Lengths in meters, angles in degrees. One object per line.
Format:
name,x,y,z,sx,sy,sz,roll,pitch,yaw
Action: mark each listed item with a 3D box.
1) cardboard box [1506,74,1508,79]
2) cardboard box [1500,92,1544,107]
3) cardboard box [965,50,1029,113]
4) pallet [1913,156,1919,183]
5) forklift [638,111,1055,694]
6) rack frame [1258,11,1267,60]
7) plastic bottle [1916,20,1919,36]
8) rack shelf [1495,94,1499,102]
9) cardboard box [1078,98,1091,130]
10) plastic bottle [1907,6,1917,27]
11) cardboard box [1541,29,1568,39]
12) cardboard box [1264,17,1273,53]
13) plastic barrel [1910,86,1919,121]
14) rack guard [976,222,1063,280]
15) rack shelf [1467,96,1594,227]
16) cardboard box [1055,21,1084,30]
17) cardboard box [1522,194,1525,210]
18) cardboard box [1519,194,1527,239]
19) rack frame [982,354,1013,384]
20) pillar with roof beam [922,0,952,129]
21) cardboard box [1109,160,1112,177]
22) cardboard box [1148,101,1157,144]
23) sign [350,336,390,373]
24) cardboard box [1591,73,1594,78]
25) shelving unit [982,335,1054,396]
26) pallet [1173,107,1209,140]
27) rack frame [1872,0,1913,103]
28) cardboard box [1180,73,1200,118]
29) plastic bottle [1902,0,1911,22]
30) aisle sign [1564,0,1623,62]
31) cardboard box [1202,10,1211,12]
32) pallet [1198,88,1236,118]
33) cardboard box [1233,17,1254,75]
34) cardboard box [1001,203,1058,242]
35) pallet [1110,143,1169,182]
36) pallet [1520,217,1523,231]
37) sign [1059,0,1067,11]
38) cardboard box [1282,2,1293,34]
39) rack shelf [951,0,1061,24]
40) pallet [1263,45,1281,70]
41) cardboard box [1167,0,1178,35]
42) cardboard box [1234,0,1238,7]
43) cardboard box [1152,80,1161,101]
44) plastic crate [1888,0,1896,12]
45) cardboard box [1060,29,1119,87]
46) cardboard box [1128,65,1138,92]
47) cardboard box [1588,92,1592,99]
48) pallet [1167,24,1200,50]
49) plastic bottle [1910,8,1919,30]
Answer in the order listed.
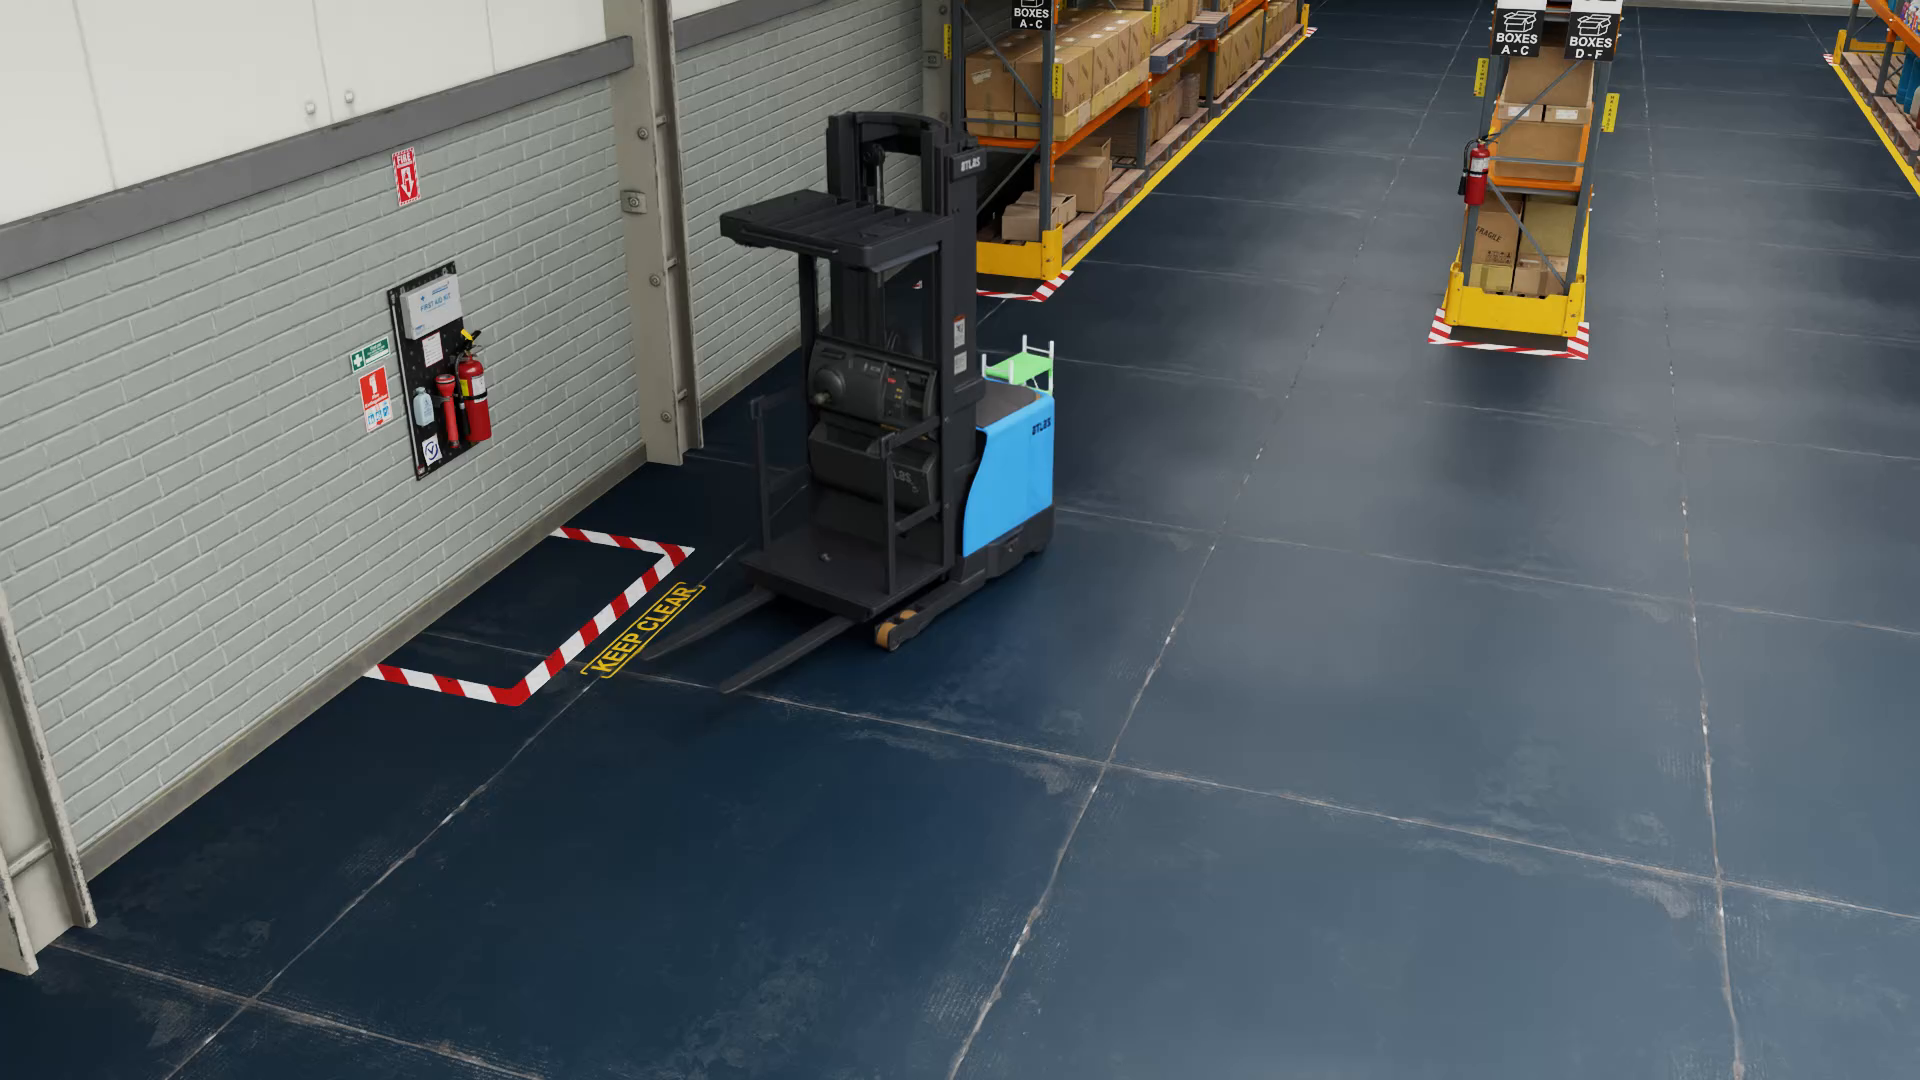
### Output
cardboard box,5.460,-4.396,16.029,0.380,0.149,0.250,10,27,19
cardboard box,5.116,-3.972,15.152,0.380,0.149,0.250,9,27,19
cardboard box,0.367,-4.563,16.520,0.500,0.500,0.500,8,27,17
pallet,12.121,-4.342,19.976,1.003,0.211,1.213,9,27,17
forklift,-0.651,-0.903,9.752,1.130,2.935,3.031,18,31,32
rack frame,4.404,-8.991,26.377,1.000,3.000,0.127,9,27,17
plastic bottle,12.783,-6.841,22.086,0.097,0.271,0.097,0,26,0
rack shelf,7.080,-5.484,19.960,1.077,0.370,4.000,9,27,17
cardboard box,1.032,-4.371,16.984,0.500,0.250,0.500,8,27,16
plastic bottle,13.047,-7.167,22.758,0.097,0.271,0.097,0,26,0
cardboard box,5.438,-4.400,15.292,0.700,0.500,0.500,8,27,16
cardboard box,4.749,-8.347,27.434,0.700,0.500,0.500,9,27,18
plastic barrel,13.041,-5.892,22.350,0.421,0.512,0.421,0,26,0
rack guard,0.436,-2.965,16.801,1.175,0.500,0.348,9,27,17
rack shelf,5.749,-3.840,16.565,1.077,0.370,4.000,9,27,17
cardboard box,1.042,-5.403,18.256,0.500,0.500,0.500,10,27,19
cardboard box,5.632,-3.719,17.302,0.500,0.500,0.500,9,27,17
cardboard box,5.790,-3.233,16.297,0.500,0.500,0.500,9,27,17
rack frame,0.247,-0.664,11.244,0.240,1.200,0.015,18,31,32
pillar with roof beam,3.887,-6.548,14.448,9.100,9.000,0.400,9,27,17
cardboard box,1.592,-4.402,19.645,0.380,0.166,0.250,5,26,11
cardboard box,2.095,-5.300,21.119,0.700,0.500,0.500,8,27,16
sign,-3.299,-1.040,9.306,0.001,0.109,0.331,9,27,17
cardboard box,5.929,-4.441,16.121,0.380,0.149,0.250,9,27,18
shelving unit,0.390,-0.750,11.422,0.258,1.200,0.503,18,31,32
pallet,2.811,-5.771,22.927,1.003,0.211,1.213,9,27,17
rack frame,13.746,-7.554,23.409,1.000,3.000,0.127,9,27,17
cardboard box,2.882,-6.116,22.804,0.700,0.500,0.500,9,27,18
plastic bottle,13.177,-7.358,23.138,0.061,0.283,0.133,9,27,17
aisle sign,5.350,-4.441,13.997,0.394,0.787,0.004,9,27,17
cardboard box,3.401,-7.344,23.242,0.380,0.149,0.250,8,27,17
pallet,3.406,-6.405,24.236,1.003,0.211,1.213,9,27,17
cardboard box,4.017,-7.560,25.408,0.750,0.750,0.750,10,27,19
cardboard box,0.726,-3.318,17.242,0.500,0.311,0.500,6,26,12
pallet,1.999,-4.768,20.856,1.003,0.211,1.213,9,27,17
pallet,6.110,-3.410,18.051,1.003,0.211,1.213,9,27,17
sign,1.217,-6.303,19.498,0.100,0.325,0.005,9,27,17
cardboard box,5.430,-9.190,29.176,0.700,0.500,0.500,9,27,17
rack shelf,1.076,-5.907,17.392,1.077,0.370,4.000,9,27,17
pallet,4.731,-8.037,27.606,1.003,0.211,1.213,9,27,17
cardboard box,2.326,-6.654,20.931,0.700,0.500,0.500,13,29,24
cardboard box,3.901,-7.976,24.547,0.380,0.149,0.250,9,27,18
cardboard box,2.284,-5.814,21.319,0.500,0.250,0.500,8,27,16
plastic crate,13.580,-7.815,23.898,0.392,0.384,0.575,9,27,17
cardboard box,1.365,-5.118,17.667,0.500,0.500,0.500,10,27,19
cardboard box,1.696,-5.202,18.702,0.500,0.250,0.500,9,27,18
cardboard box,5.586,-4.021,15.253,0.380,0.149,0.250,9,27,18
pallet,2.453,-6.441,21.331,1.003,0.211,1.213,9,27,17
plastic bottle,12.926,-7.048,22.498,0.061,0.283,0.133,9,27,17
